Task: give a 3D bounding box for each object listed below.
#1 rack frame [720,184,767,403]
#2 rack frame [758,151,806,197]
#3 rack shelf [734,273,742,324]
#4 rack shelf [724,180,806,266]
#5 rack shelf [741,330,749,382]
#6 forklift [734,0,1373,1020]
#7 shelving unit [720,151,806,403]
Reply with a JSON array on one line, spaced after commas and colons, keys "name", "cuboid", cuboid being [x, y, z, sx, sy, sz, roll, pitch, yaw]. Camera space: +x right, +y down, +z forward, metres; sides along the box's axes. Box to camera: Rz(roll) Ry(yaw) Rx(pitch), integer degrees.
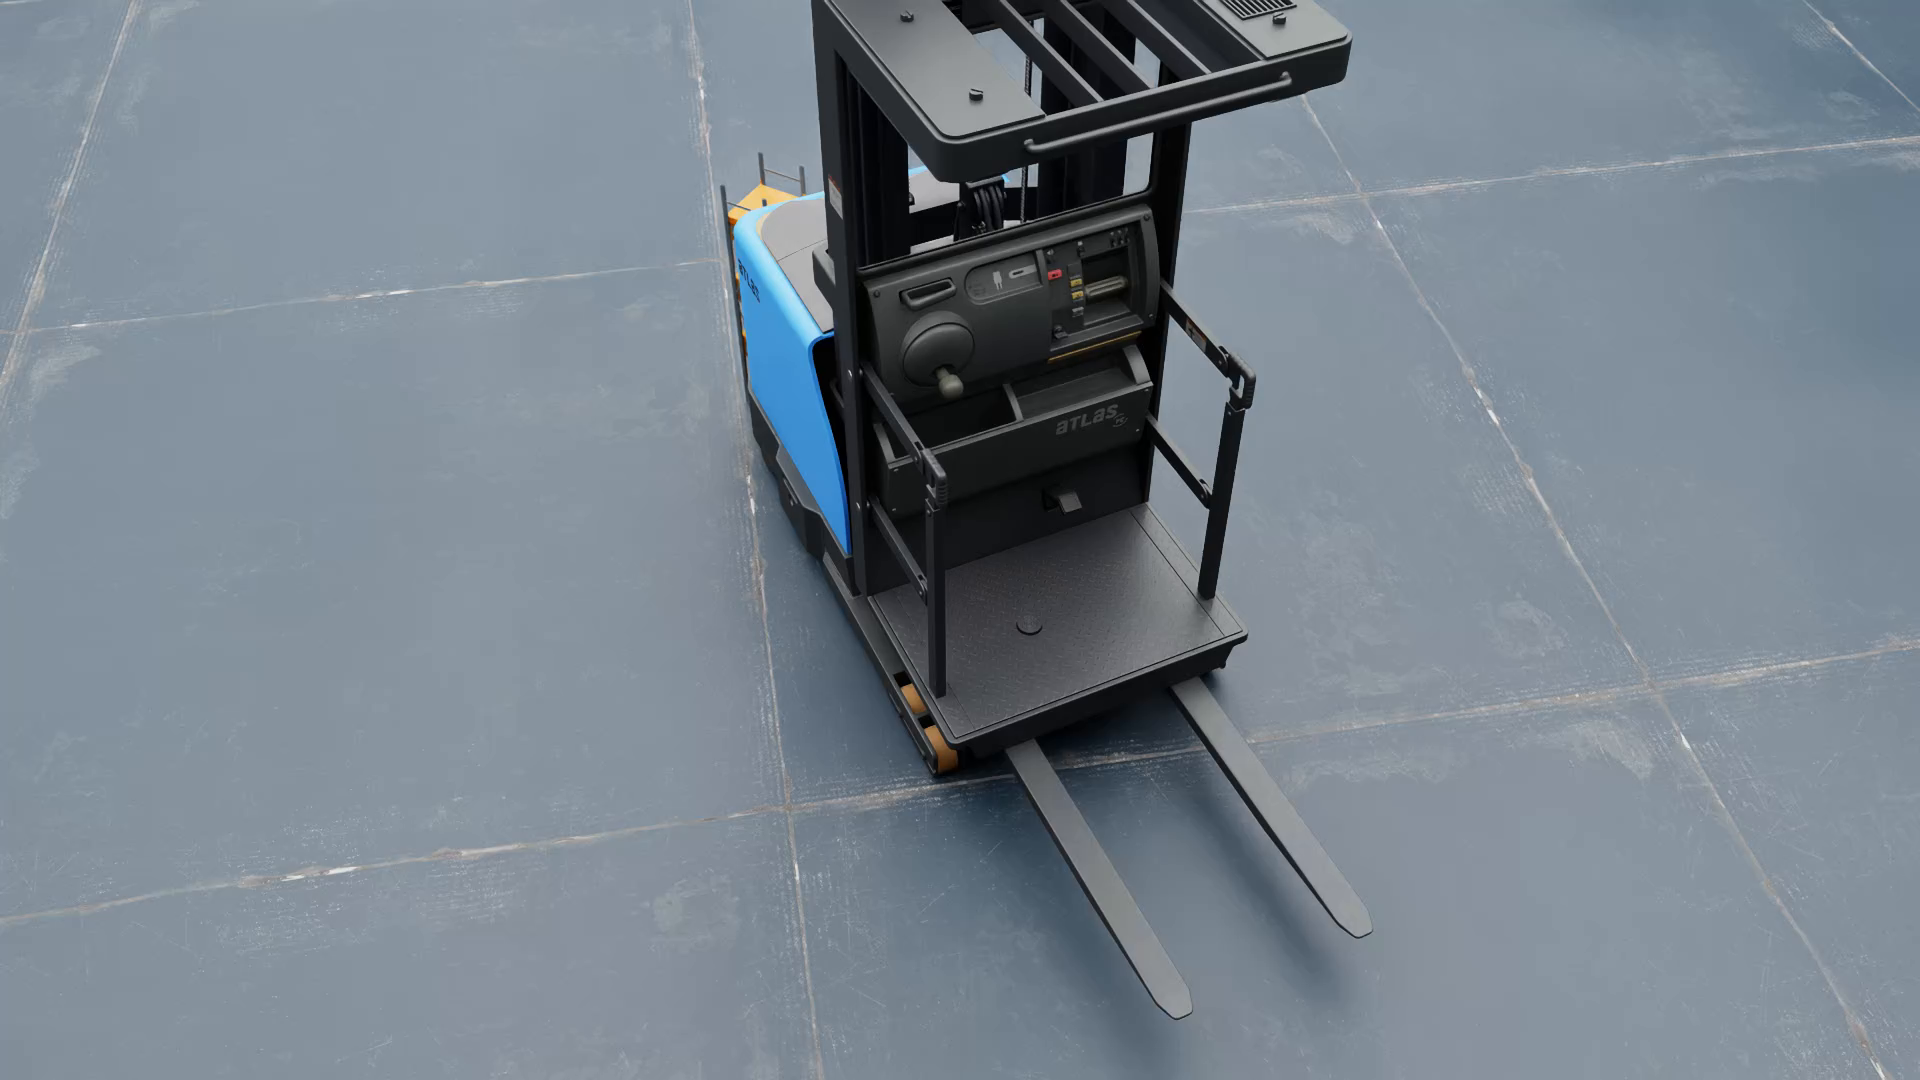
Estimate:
[{"name": "rack frame", "cuboid": [-0.783, -0.893, 6.381, 0.200, 1.050, 0.008, 22, 50, 20]}, {"name": "rack frame", "cuboid": [-0.664, -1.046, 6.529, 0.200, 1.050, 0.008, 22, 50, 20]}, {"name": "rack shelf", "cuboid": [-0.723, -0.962, 6.463, 0.215, 0.259, 0.240, 22, 50, 20]}, {"name": "rack shelf", "cuboid": [-0.723, -1.159, 6.258, 0.215, 0.259, 0.240, 22, 50, 20]}, {"name": "rack shelf", "cuboid": [-0.723, -0.769, 6.663, 0.215, 0.259, 0.240, 22, 50, 20]}, {"name": "forklift", "cuboid": [0.264, -0.609, 4.802, 1.130, 2.935, 3.031, -19, 49, -17]}, {"name": "shelving unit", "cuboid": [-0.723, -0.969, 6.455, 0.215, 1.050, 0.252, 22, 50, 20]}]
